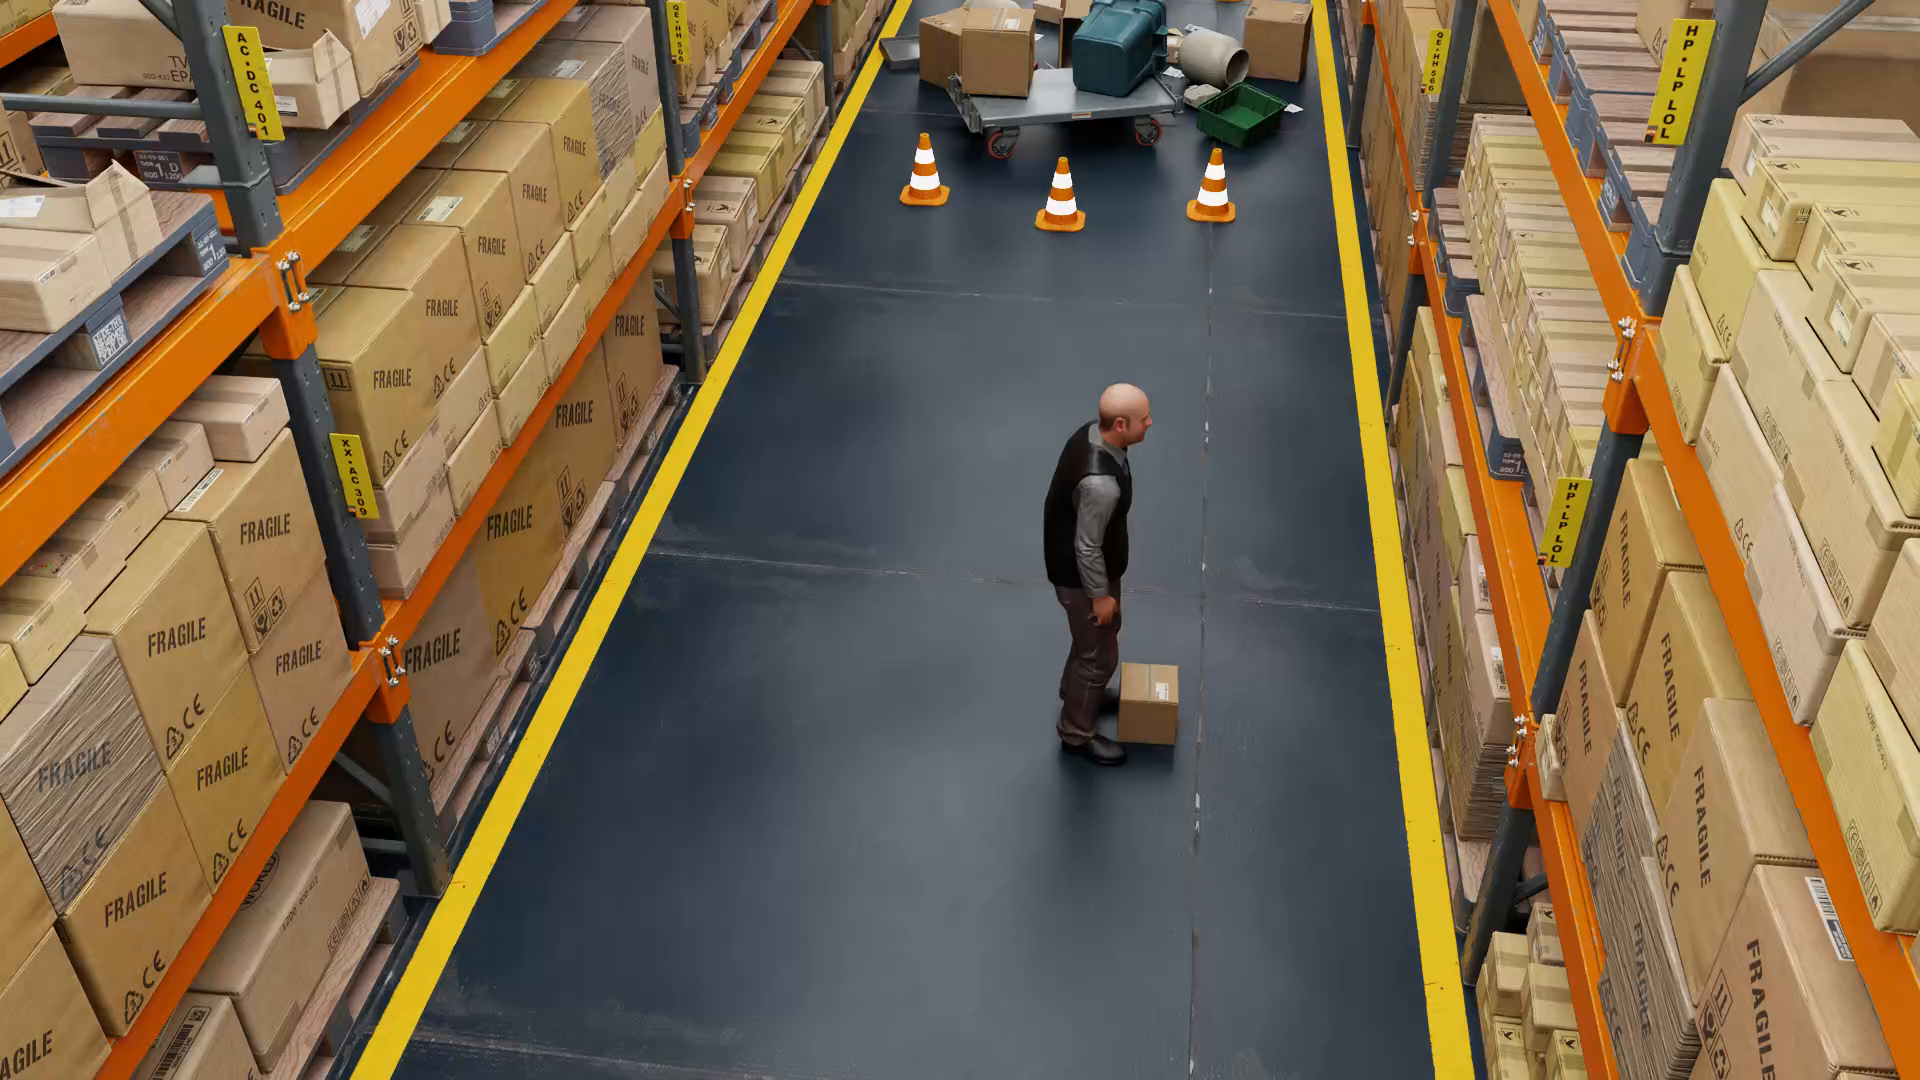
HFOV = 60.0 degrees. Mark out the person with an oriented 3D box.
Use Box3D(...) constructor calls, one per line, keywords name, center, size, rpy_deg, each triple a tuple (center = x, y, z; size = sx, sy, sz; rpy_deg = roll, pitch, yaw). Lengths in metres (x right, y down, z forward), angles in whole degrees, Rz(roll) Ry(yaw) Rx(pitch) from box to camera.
Box3D(name="person", center=(0.548, 0.110, 6.908), size=(0.412, 1.721, 0.582), rpy_deg=(4, 36, 6))
